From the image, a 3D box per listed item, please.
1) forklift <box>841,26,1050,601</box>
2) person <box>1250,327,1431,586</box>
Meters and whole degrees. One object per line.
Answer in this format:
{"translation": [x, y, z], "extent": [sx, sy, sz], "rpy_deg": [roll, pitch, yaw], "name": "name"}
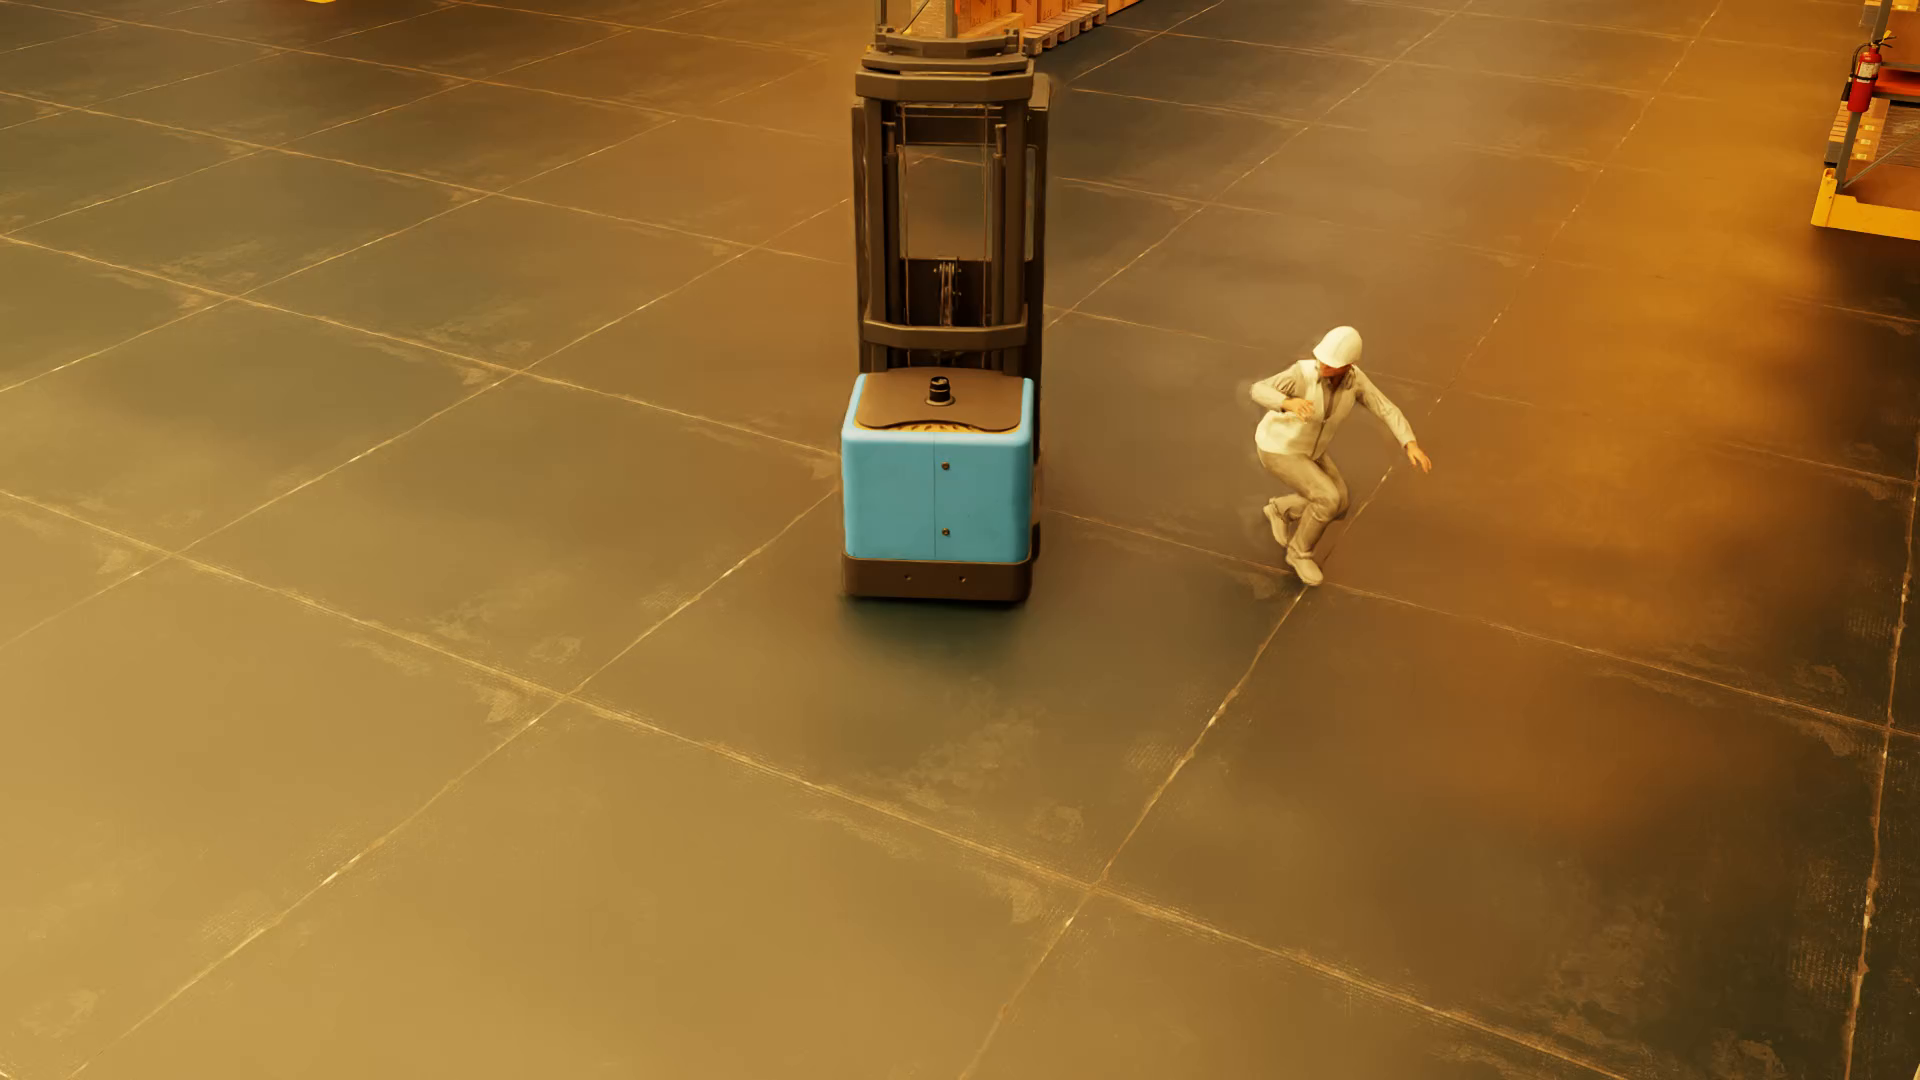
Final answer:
{"translation": [-0.041, -1.634, 9.903], "extent": [1.130, 2.935, 3.031], "rpy_deg": [2, 30, 3], "name": "forklift"}
{"translation": [2.076, -0.469, 9.327], "extent": [0.755, 1.490, 0.998], "rpy_deg": [-22, 36, -32], "name": "person"}
